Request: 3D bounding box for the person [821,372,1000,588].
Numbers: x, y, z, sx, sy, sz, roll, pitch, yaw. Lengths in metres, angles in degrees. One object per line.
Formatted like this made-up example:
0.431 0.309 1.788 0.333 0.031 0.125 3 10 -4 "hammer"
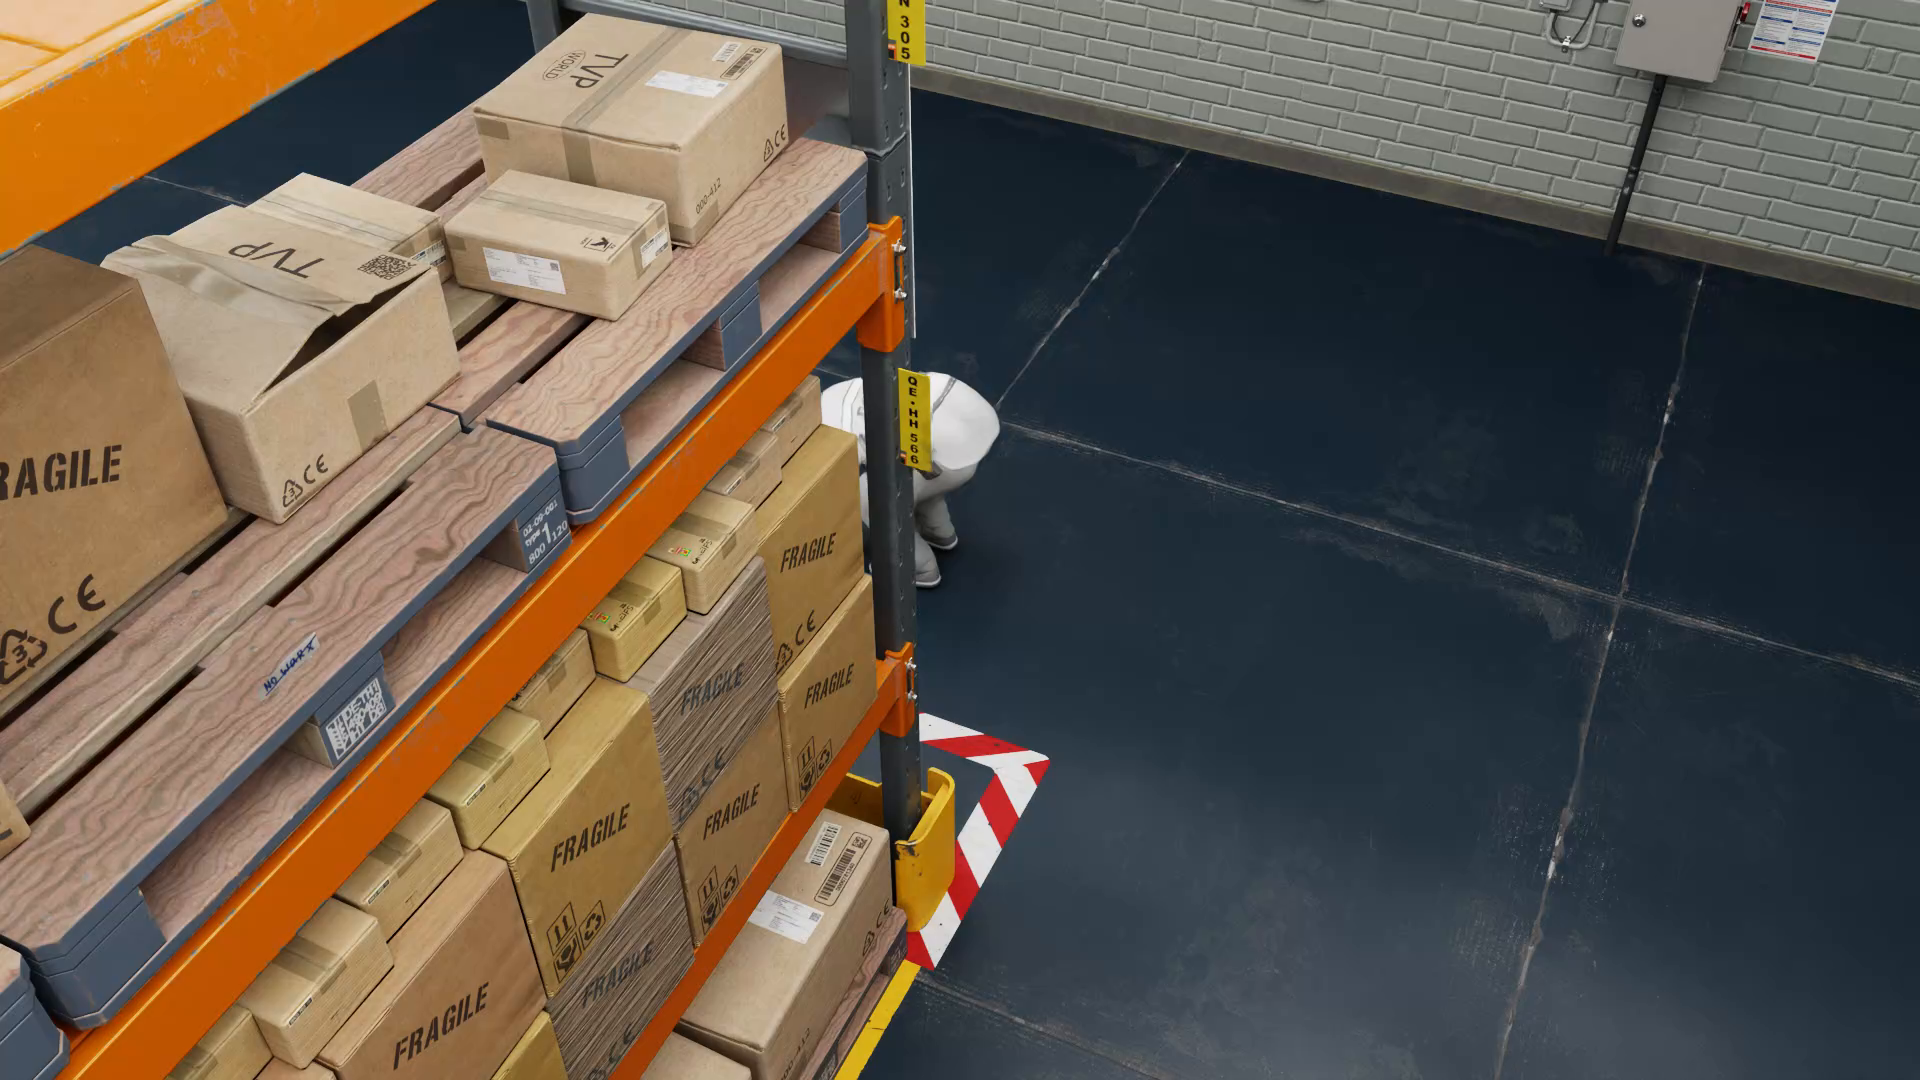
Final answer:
-0.349 -0.313 7.118 1.022 0.936 0.533 15 44 17 "person"
